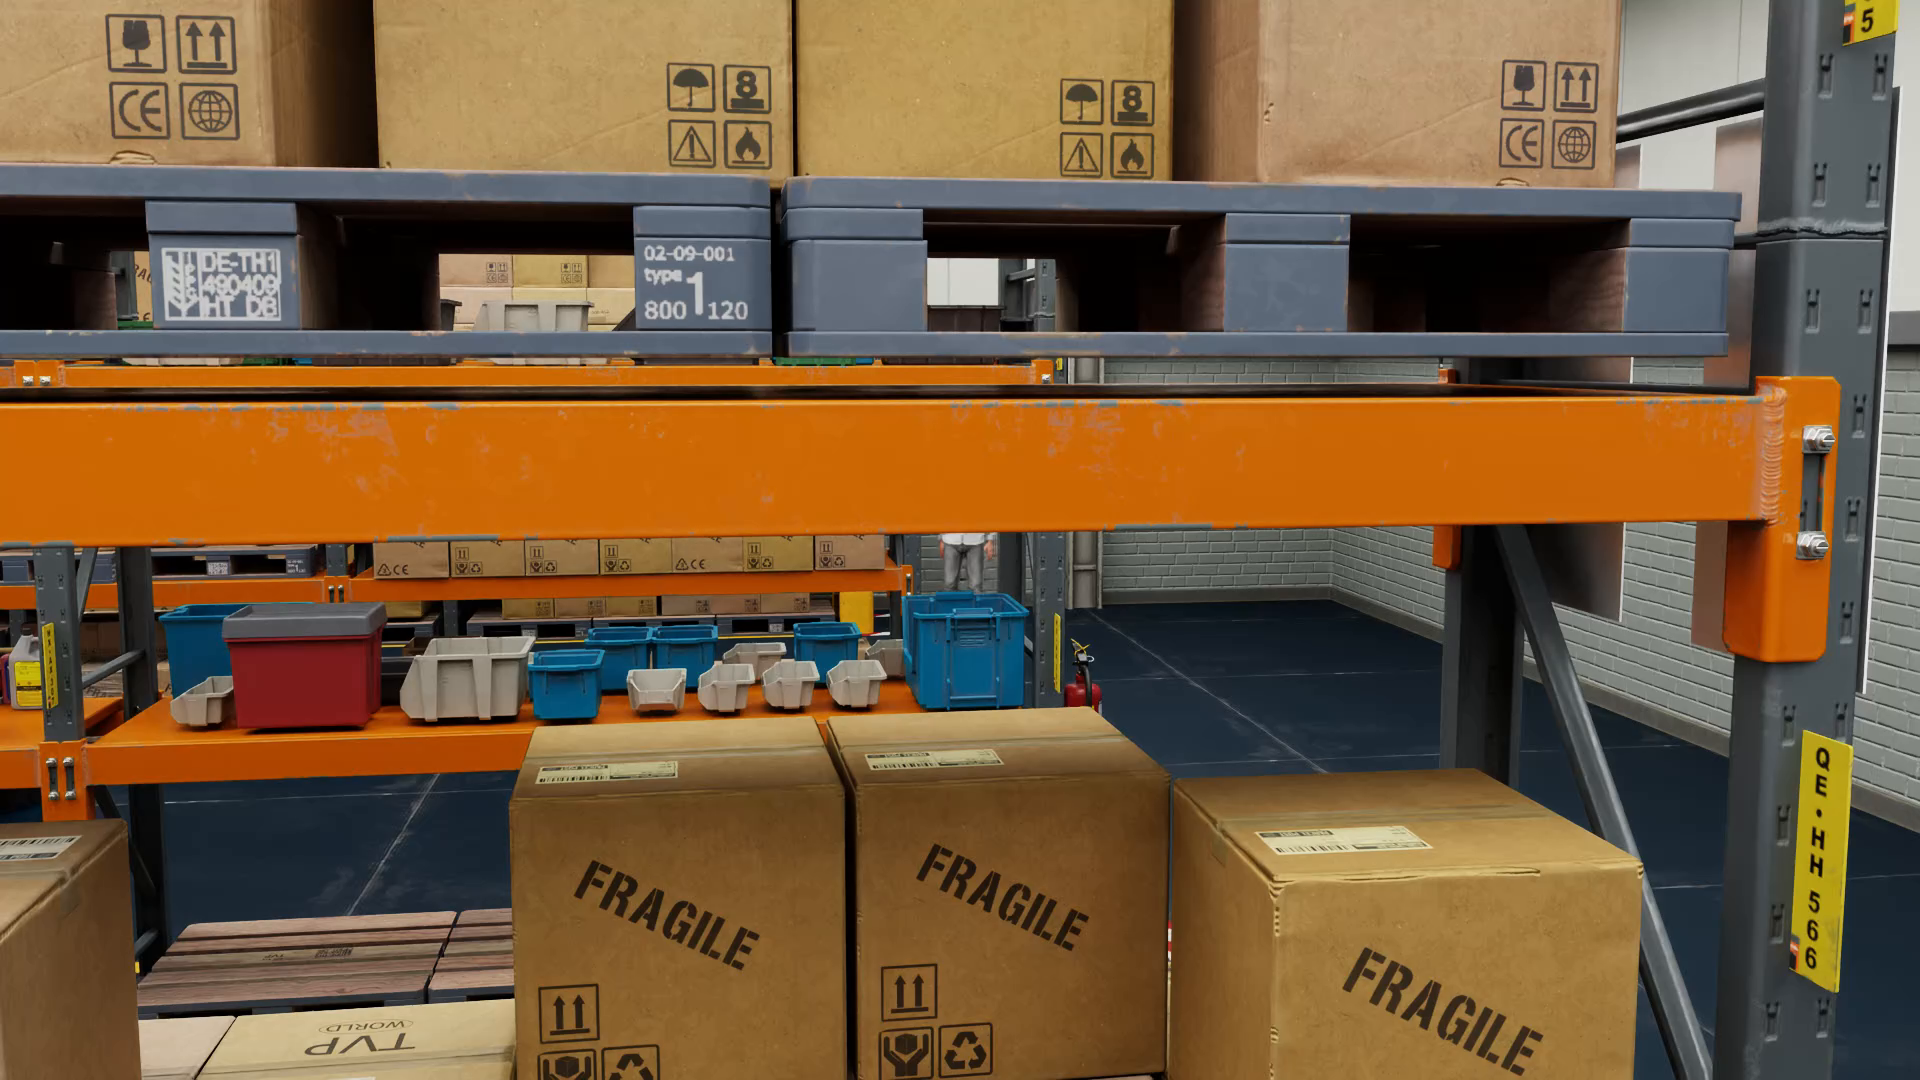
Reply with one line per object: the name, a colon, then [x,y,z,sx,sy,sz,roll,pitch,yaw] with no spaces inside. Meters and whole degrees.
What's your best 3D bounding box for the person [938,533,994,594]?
person: [0.057,0.049,16.991,0.584,1.782,0.413,1,6,5]
